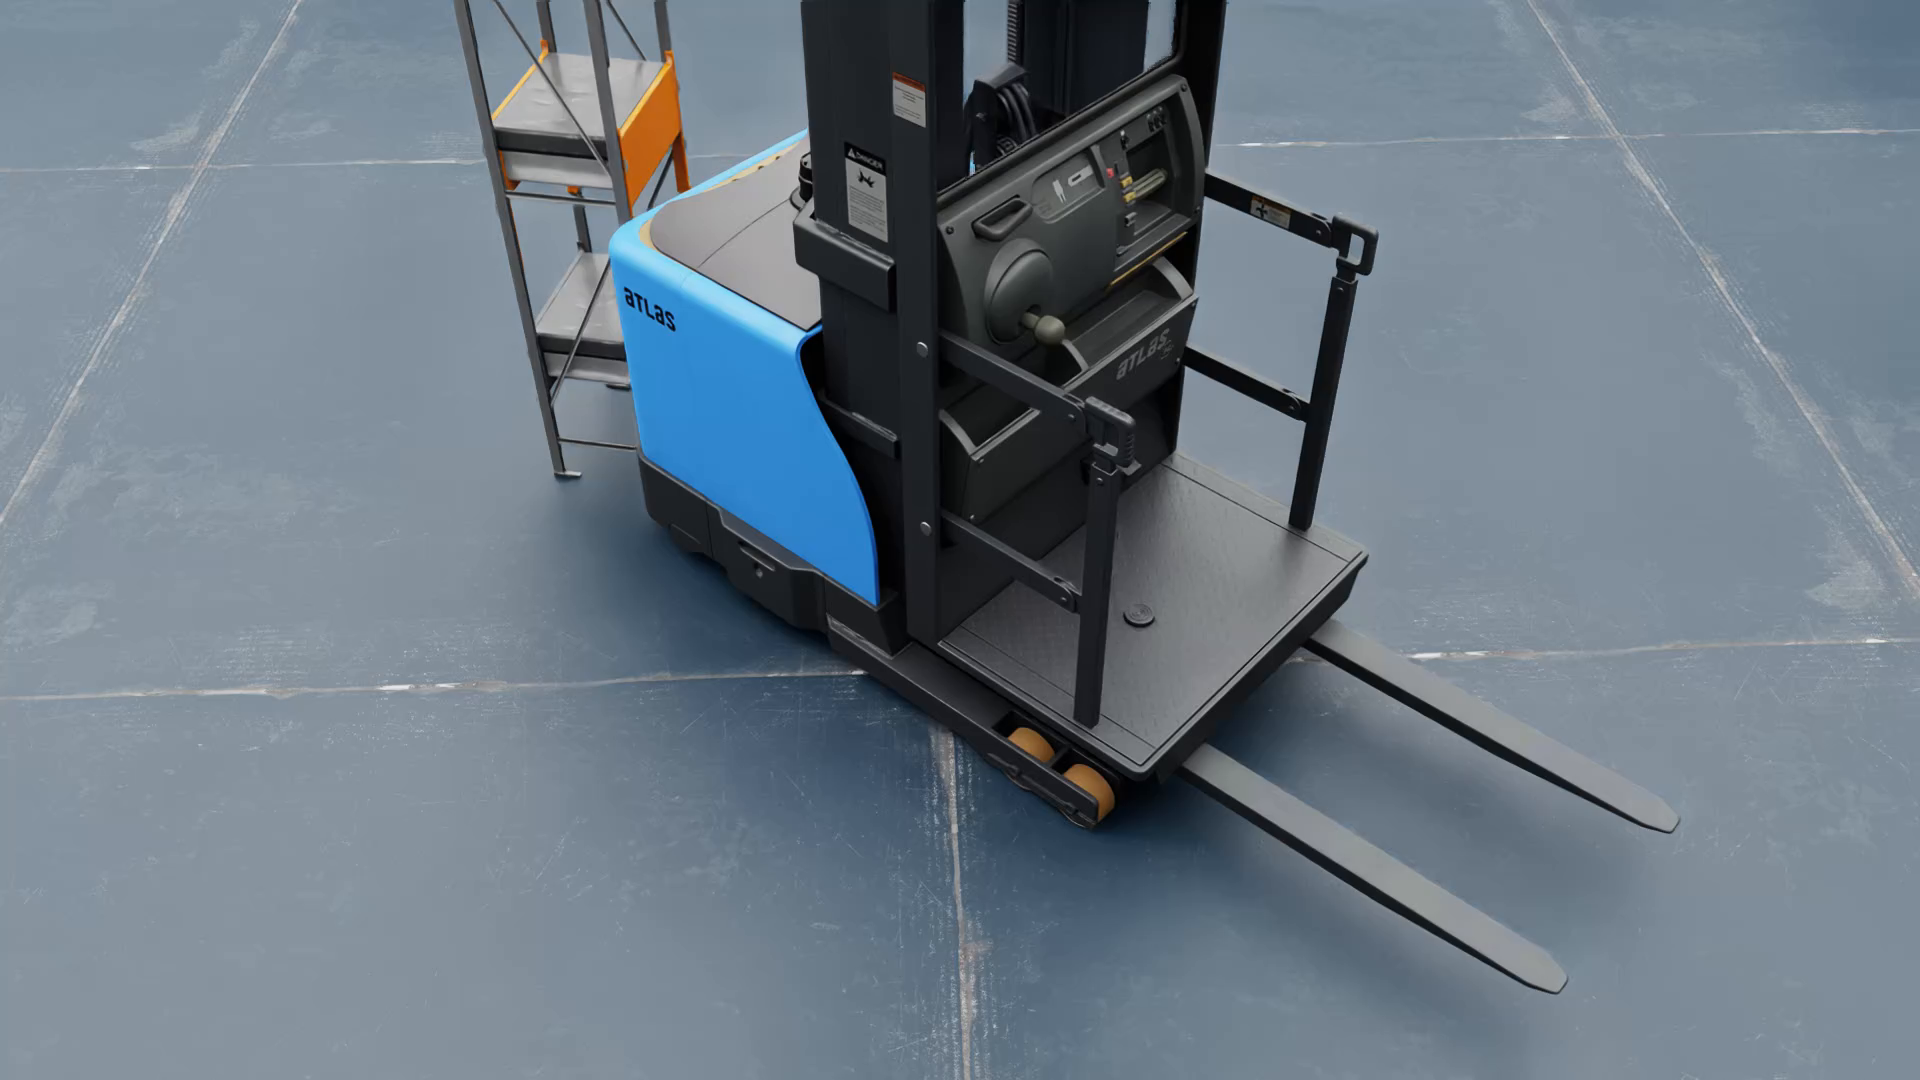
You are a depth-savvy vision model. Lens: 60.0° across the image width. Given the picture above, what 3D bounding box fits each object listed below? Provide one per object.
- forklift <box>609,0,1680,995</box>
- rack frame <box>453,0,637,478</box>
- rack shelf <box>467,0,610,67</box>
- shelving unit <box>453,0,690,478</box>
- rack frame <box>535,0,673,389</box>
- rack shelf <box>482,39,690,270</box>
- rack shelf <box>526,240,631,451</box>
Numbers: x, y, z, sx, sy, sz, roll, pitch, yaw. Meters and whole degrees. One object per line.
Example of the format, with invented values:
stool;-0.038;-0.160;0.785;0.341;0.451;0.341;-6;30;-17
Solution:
forklift;0.447;-0.725;3.872;3.031;2.935;1.130;31;51;29
rack frame;-1.139;-0.969;4.753;0.400;2.100;0.015;7;43;8
rack shelf;-1.094;-1.637;4.466;0.431;0.518;0.480;7;43;8
shelving unit;-1.094;-1.131;4.930;0.431;2.100;0.503;7;43;8
rack frame;-1.049;-1.293;5.107;0.400;2.100;0.015;7;43;8
rack shelf;-1.094;-1.121;4.939;0.431;0.518;0.480;7;43;8
rack shelf;-1.094;-0.605;5.412;0.431;0.518;0.480;7;43;8
